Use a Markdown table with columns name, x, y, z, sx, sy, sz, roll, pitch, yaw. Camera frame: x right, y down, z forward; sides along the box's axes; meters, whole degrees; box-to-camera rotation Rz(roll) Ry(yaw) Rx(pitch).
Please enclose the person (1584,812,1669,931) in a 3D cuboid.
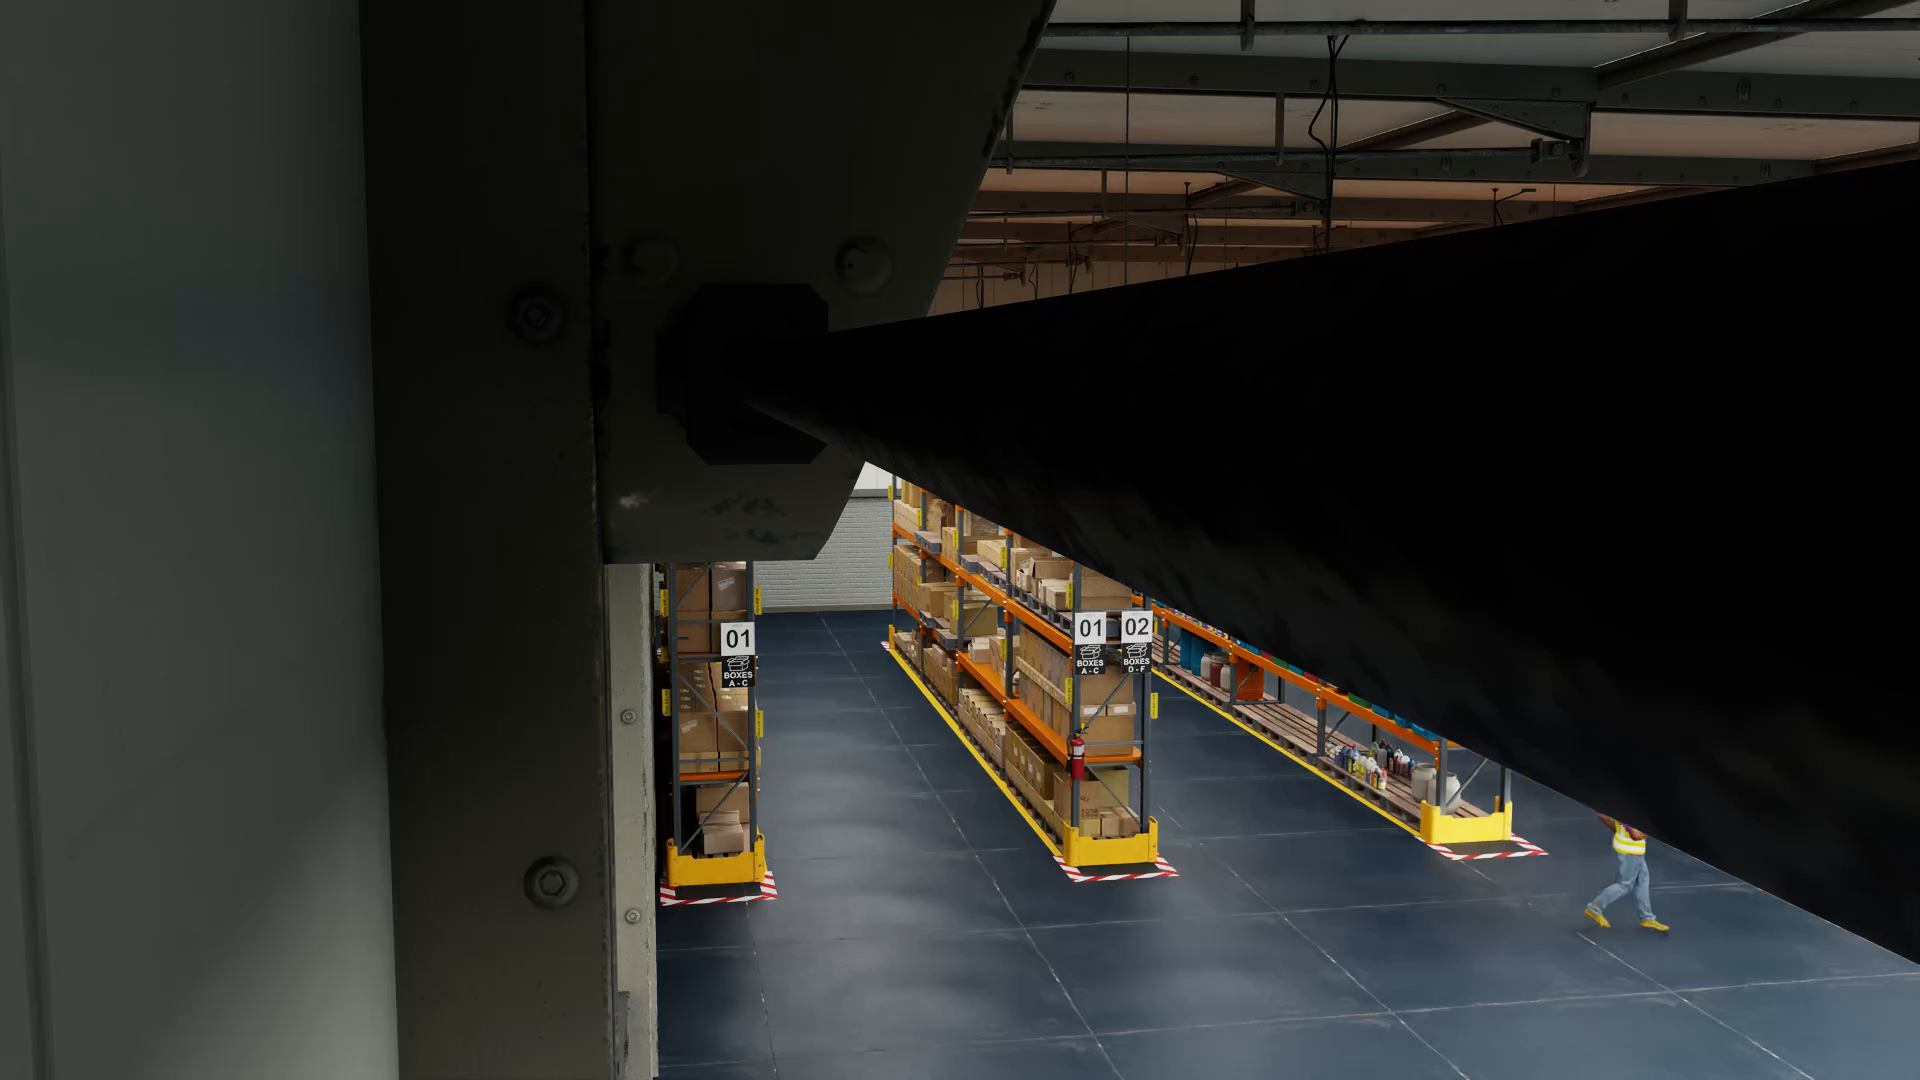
| name | x | y | z | sx | sy | sz | roll | pitch | yaw |
| --- | --- | --- | --- | --- | --- | --- | --- | --- | --- |
| person | 7.390 | 3.439 | 18.345 | 0.917 | 1.765 | 0.700 | 1 | 6 | 11 |
